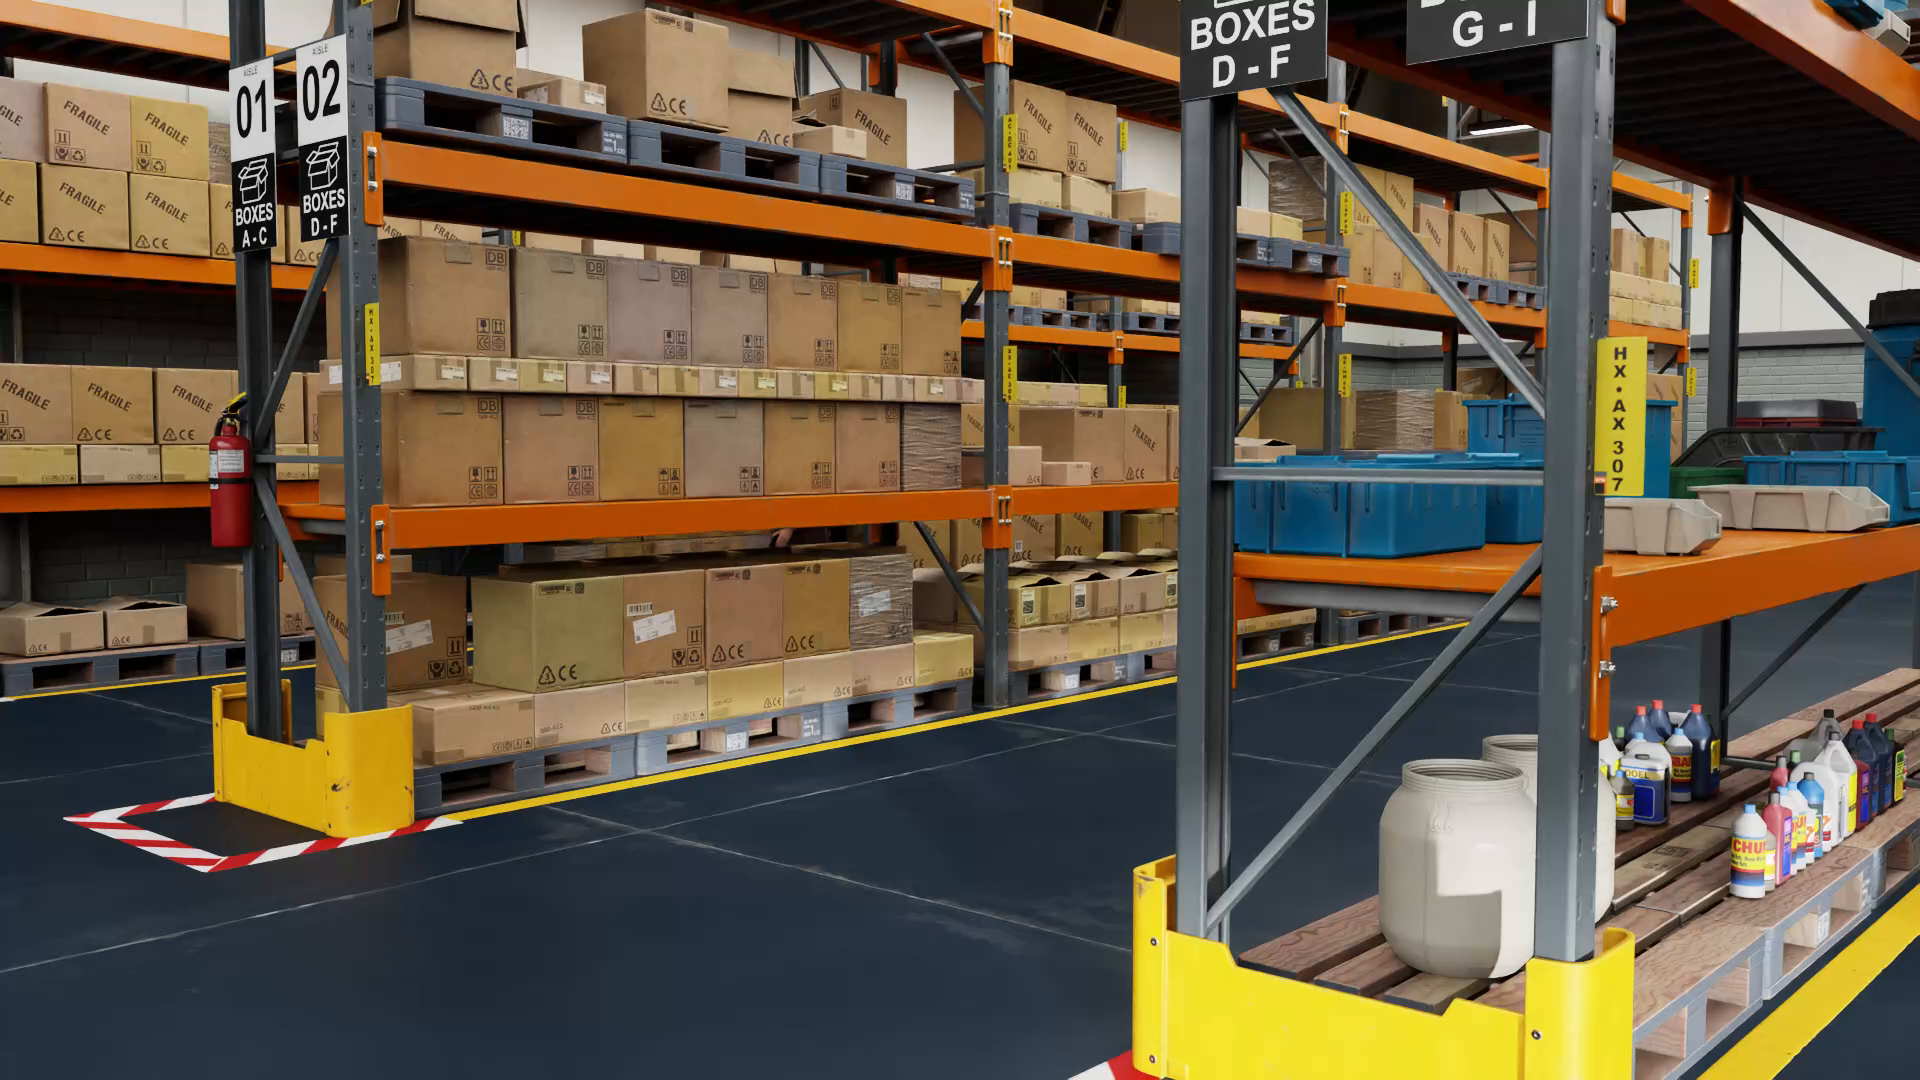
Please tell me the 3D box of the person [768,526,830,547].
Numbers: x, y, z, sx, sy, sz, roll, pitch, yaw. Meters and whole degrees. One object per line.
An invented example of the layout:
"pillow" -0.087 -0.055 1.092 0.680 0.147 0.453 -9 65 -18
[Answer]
"person" -1.258 -0.046 12.150 0.878 1.755 0.610 -1 4 -19
